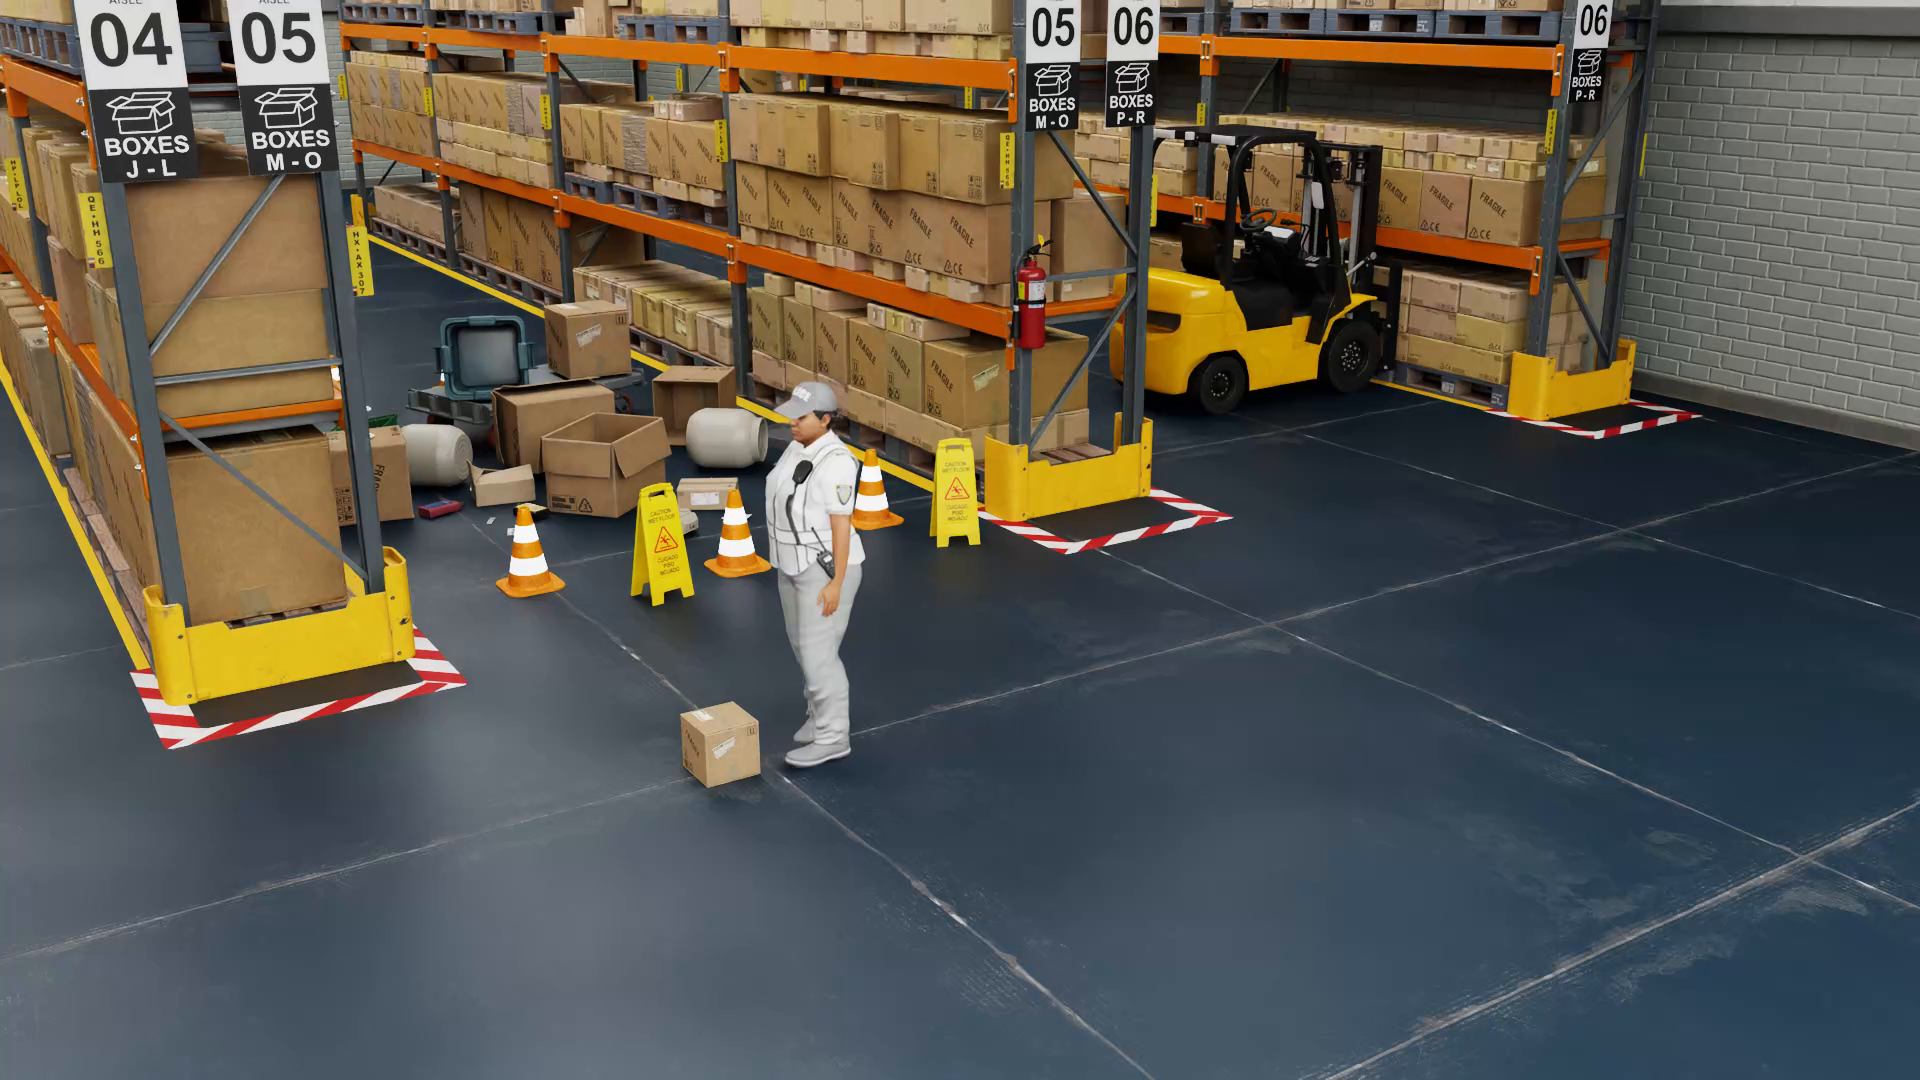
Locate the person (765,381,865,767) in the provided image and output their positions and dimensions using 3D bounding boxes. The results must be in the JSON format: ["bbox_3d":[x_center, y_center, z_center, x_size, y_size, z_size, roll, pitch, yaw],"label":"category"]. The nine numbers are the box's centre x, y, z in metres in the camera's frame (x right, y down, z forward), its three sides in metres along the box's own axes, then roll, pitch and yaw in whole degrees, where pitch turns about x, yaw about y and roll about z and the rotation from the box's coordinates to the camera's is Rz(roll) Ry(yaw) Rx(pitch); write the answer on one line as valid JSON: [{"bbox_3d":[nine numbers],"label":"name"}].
[{"bbox_3d":[-0.634,0.146,7.156,0.413,1.688,0.474,-11,21,-30],"label":"person"}]
